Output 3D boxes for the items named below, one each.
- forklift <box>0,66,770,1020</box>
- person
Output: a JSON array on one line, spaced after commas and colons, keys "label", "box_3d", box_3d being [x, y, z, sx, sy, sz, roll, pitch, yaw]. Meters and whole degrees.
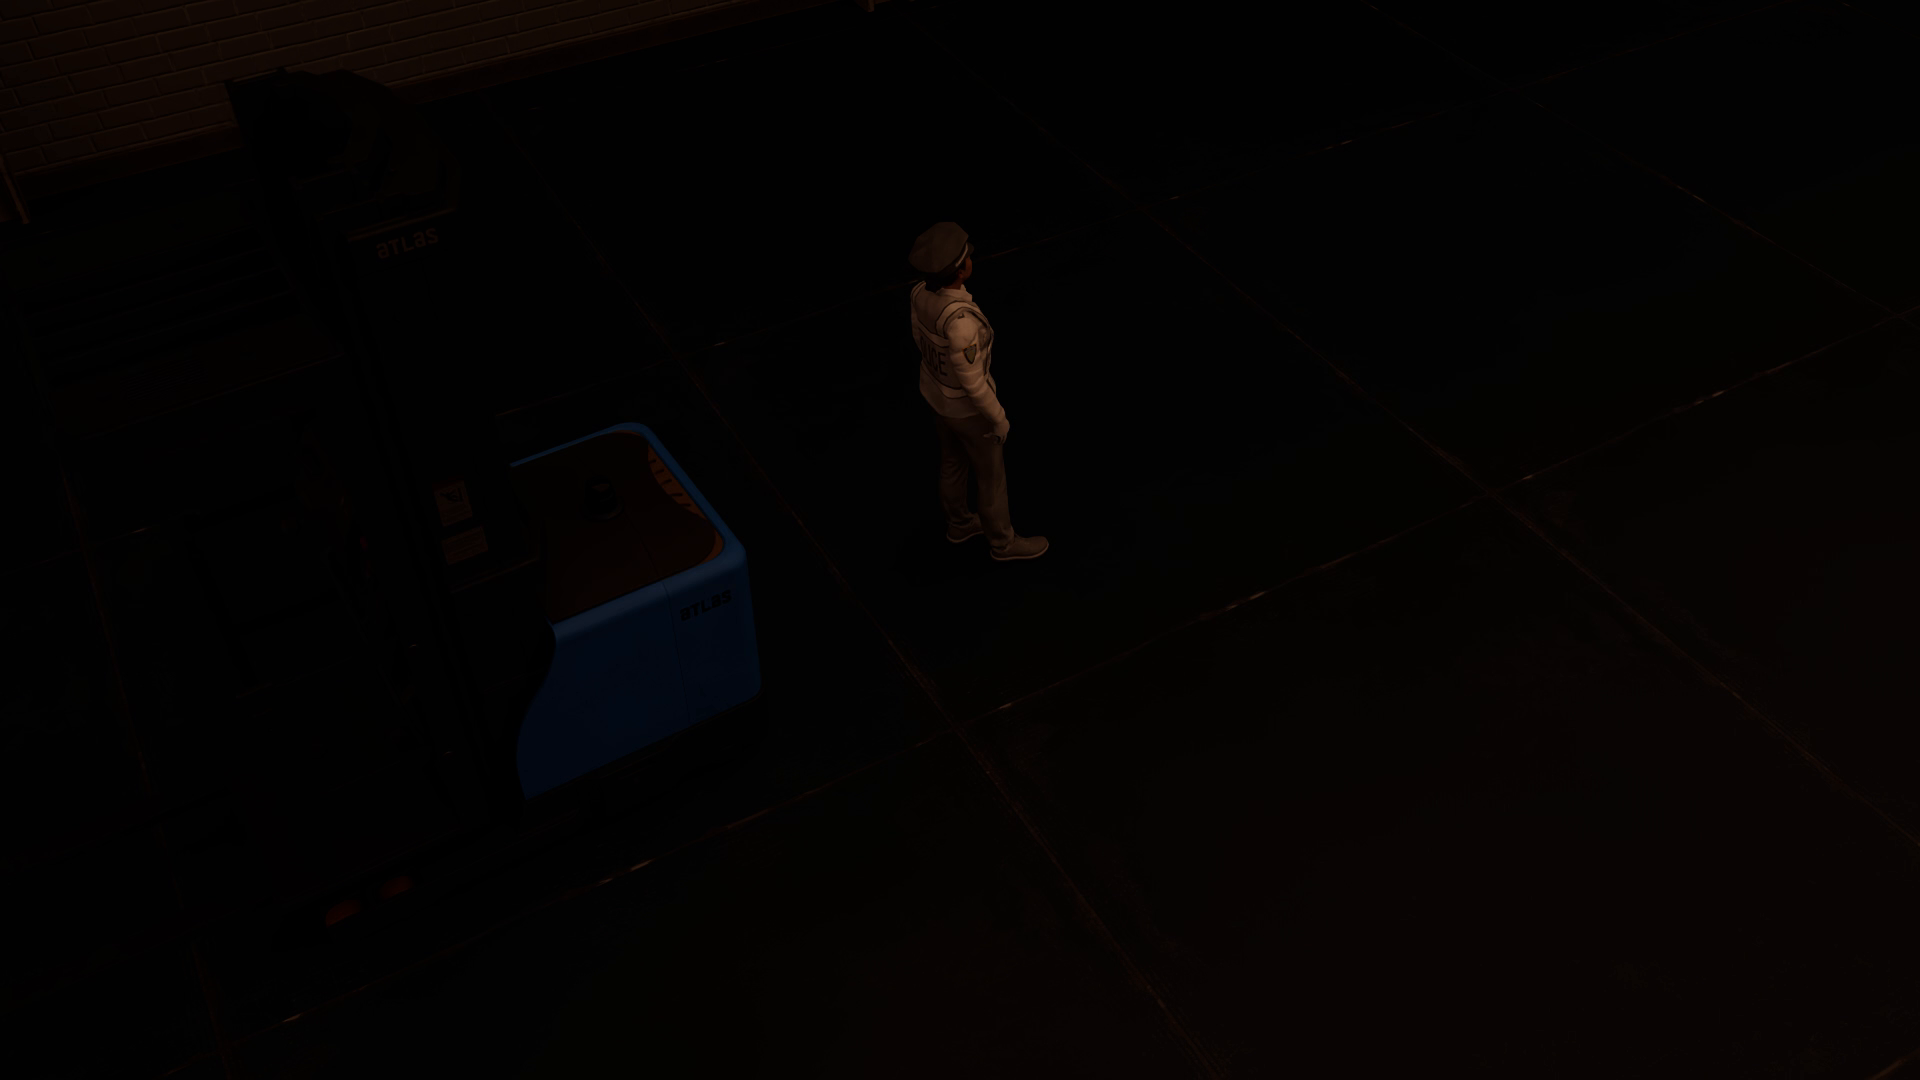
[{"label": "forklift", "box_3d": [-2.310, 0.018, 5.678, 3.031, 2.935, 1.130, -23, 48, -23]}, {"label": "person", "box_3d": [0.063, -0.646, 7.293, 0.530, 1.694, 0.586, -21, 47, -21]}]
